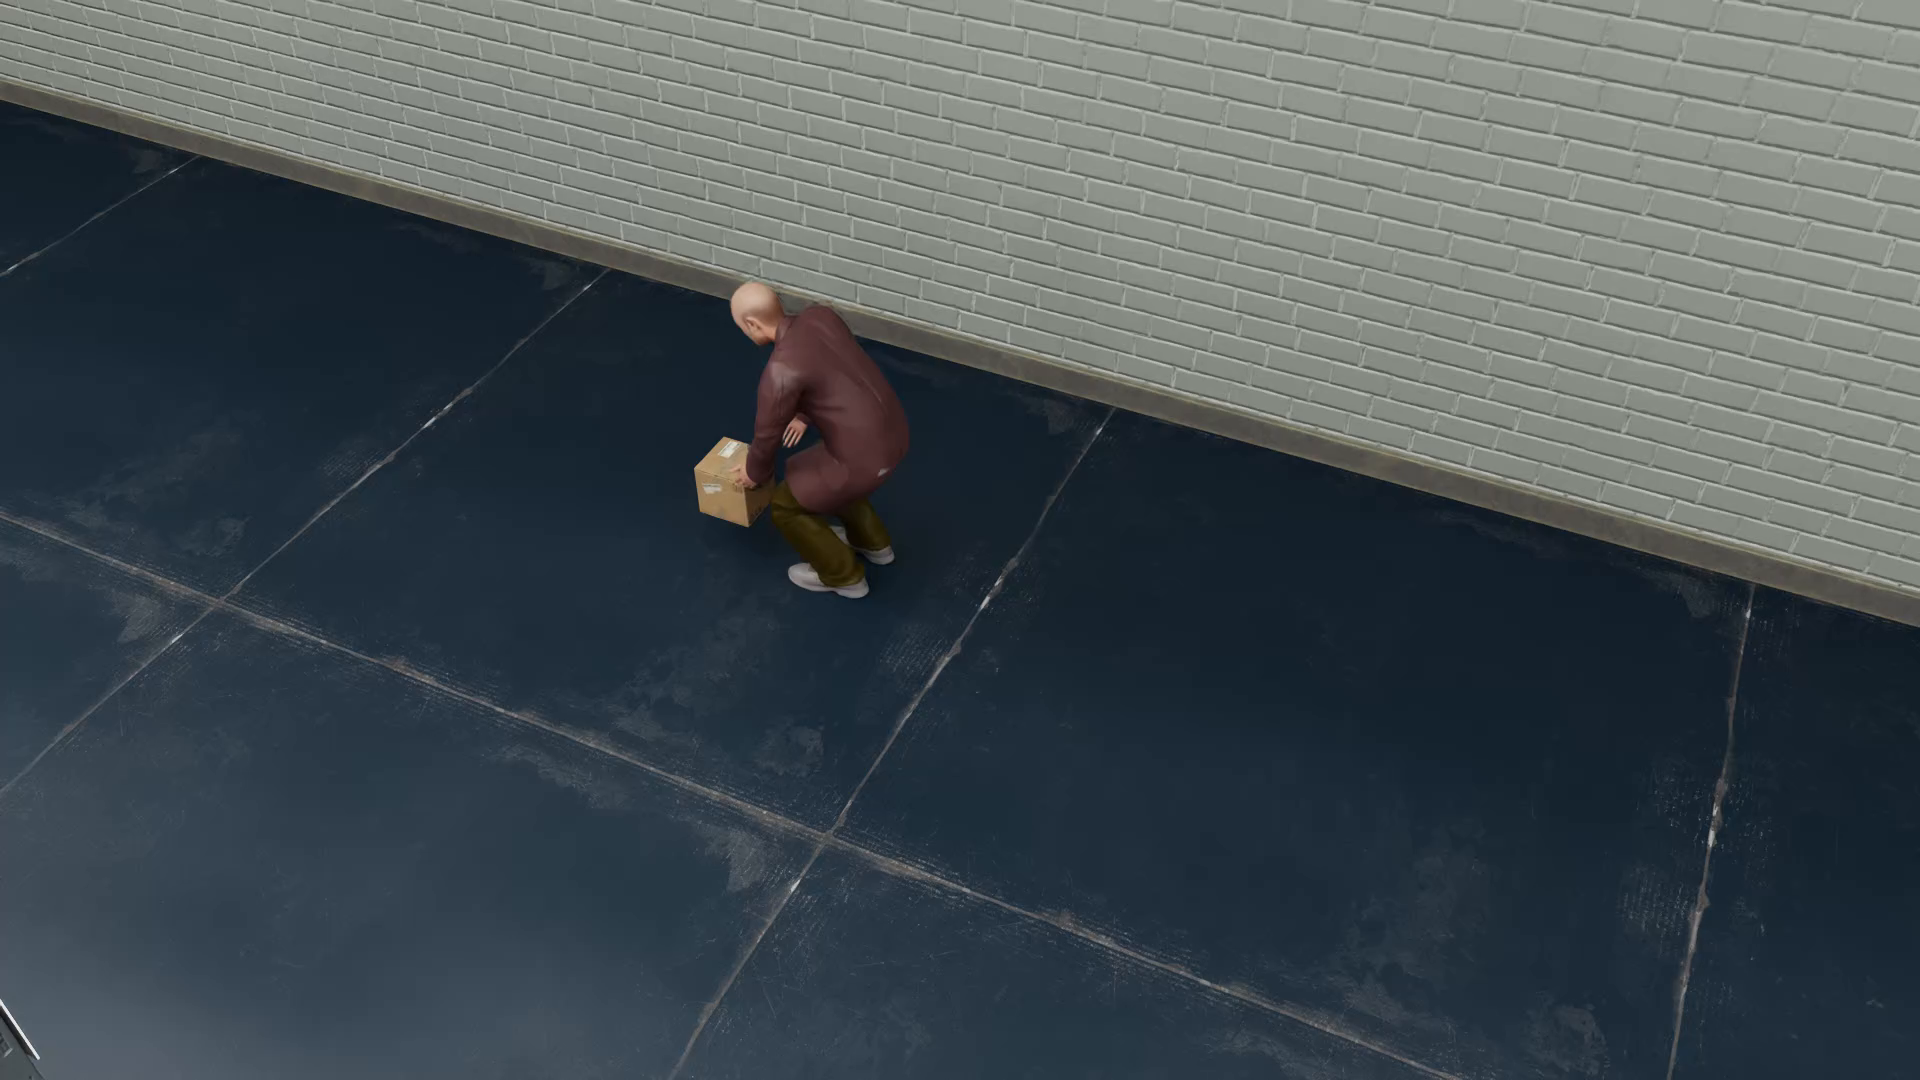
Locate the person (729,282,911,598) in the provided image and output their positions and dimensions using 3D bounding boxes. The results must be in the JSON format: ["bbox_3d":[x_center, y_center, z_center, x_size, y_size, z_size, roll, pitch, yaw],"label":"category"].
[{"bbox_3d":[-0.571,-0.349,6.934,0.718,1.294,0.632,17,44,19],"label":"person"}]
